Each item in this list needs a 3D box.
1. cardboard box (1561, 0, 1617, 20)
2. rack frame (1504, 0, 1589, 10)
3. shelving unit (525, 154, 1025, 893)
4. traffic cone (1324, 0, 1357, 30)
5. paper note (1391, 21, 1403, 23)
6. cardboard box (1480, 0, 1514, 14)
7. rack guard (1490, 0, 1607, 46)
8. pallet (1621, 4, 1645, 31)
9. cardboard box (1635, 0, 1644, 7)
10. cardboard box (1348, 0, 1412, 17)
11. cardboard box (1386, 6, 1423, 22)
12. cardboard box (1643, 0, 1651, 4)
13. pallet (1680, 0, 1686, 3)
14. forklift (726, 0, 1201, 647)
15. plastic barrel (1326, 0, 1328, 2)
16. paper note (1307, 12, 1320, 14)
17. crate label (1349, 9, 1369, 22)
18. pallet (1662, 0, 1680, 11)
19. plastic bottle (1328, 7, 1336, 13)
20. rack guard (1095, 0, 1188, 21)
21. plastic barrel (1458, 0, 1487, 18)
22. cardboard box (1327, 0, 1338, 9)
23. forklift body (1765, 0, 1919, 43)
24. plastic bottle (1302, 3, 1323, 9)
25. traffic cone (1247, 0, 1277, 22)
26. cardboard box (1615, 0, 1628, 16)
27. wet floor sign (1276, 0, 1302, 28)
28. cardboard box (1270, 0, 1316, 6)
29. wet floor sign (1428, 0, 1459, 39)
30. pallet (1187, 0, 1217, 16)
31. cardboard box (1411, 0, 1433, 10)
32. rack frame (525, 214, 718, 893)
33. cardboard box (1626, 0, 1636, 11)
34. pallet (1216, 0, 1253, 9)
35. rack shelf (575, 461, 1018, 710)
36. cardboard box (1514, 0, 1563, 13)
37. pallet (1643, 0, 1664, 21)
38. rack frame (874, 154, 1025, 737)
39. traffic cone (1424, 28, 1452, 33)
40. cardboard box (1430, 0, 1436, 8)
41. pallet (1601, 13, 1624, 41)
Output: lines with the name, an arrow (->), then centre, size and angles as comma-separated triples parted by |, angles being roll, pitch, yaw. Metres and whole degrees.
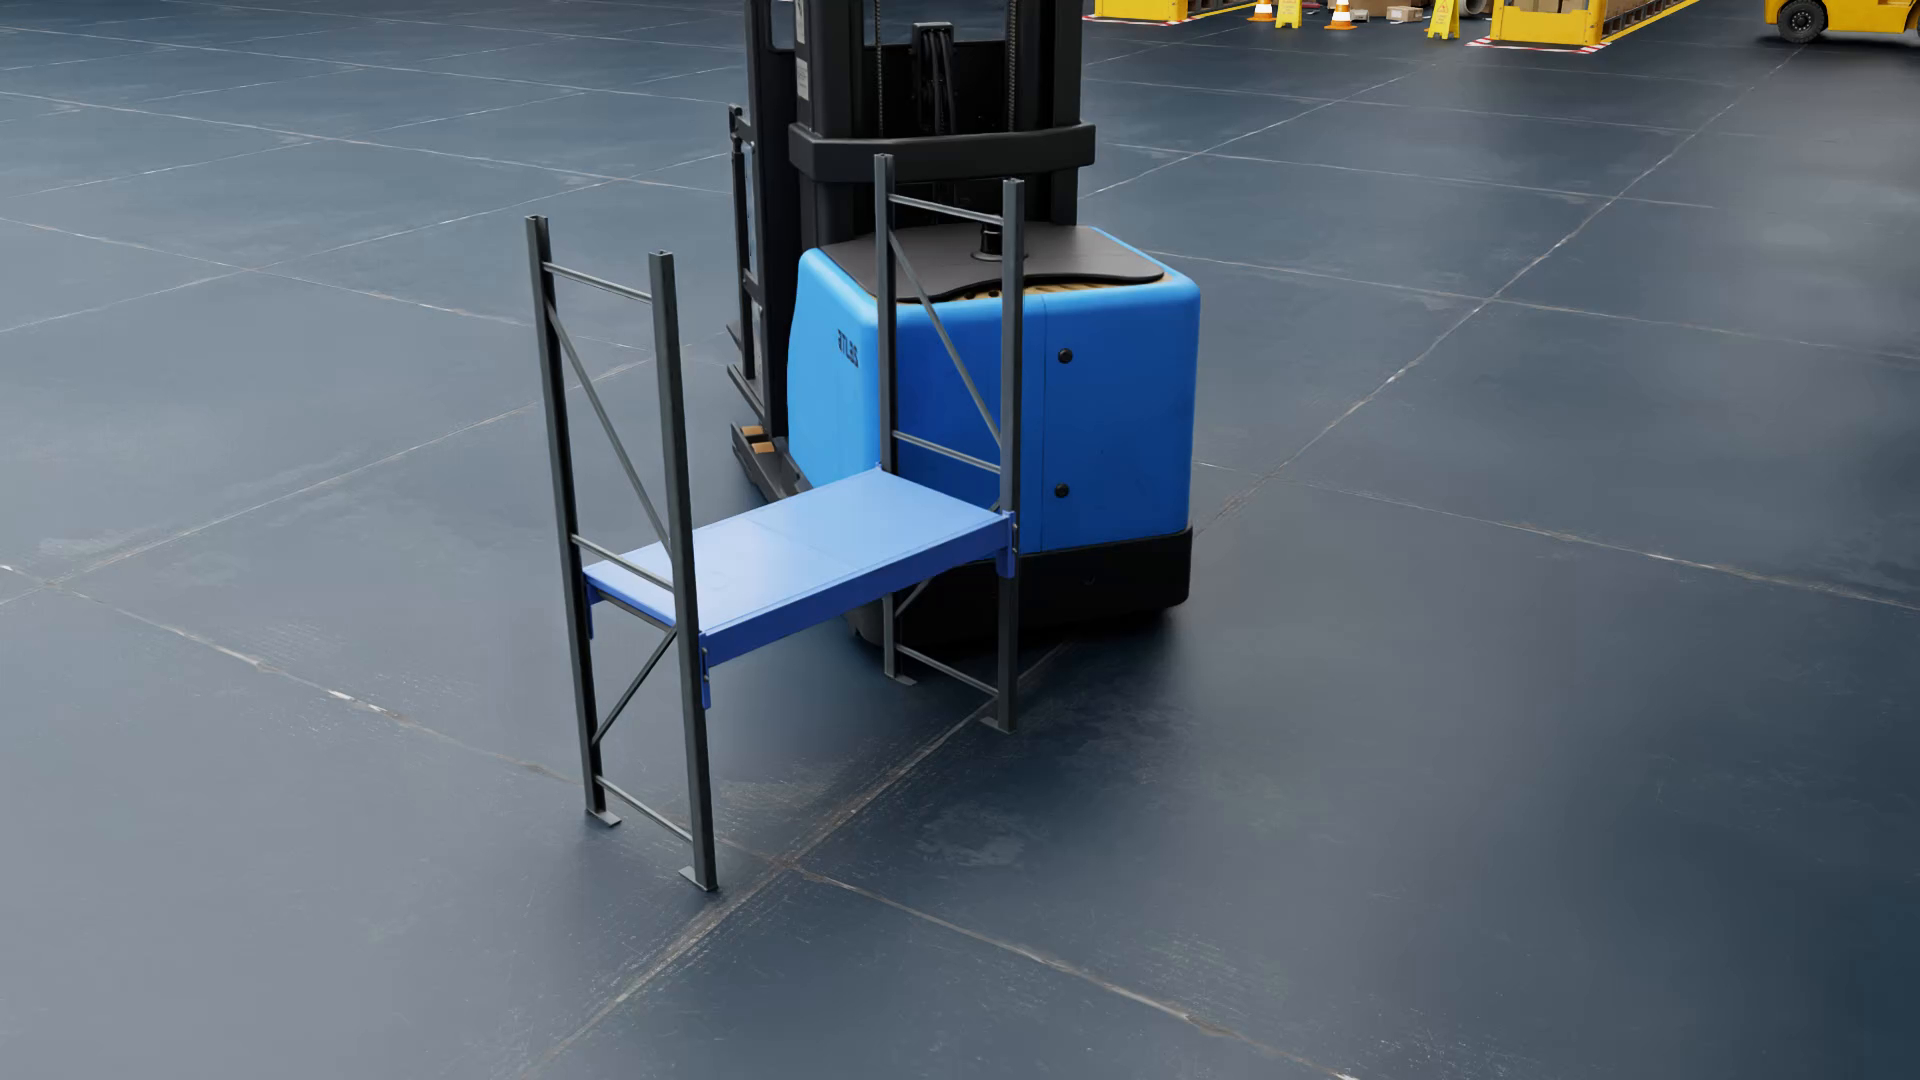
cardboard box -> 7.209, -6.122, 19.047 | 0.500, 0.250, 0.500 | 14, 27, 29
rack frame -> 6.548, -6.976, 18.089 | 1.000, 3.000, 0.127 | 14, 27, 29
shelving unit -> -0.393, -0.086, 4.060 | 1.048, 1.500, 0.538 | -22, 31, -40
traffic cone -> 4.557, -6.345, 19.825 | 0.336, 0.463, 0.334 | 14, 27, 29
paper note -> 5.356, -6.350, 20.380 | 0.148, 0.019, 0.142 | 5, 24, 11
cardboard box -> 6.937, -7.104, 21.527 | 0.500, 0.500, 0.500 | -7, 24, -17
rack guard -> 6.588, -5.855, 18.645 | 1.175, 0.500, 0.348 | 14, 27, 29
pallet -> 7.691, -6.399, 20.266 | 1.003, 0.211, 1.213 | 14, 27, 29
cardboard box -> 8.030, -6.649, 20.266 | 0.500, 0.250, 0.500 | 14, 27, 30
cardboard box -> 5.324, -6.954, 21.180 | 0.797, 0.503, 0.637 | -3, 24, -7
cardboard box -> 5.523, -6.533, 20.655 | 0.250, 0.149, 0.380 | -12, 26, -26
cardboard box -> 8.302, -6.820, 20.660 | 0.500, 0.250, 0.500 | 13, 27, 28
pallet -> 9.710, -7.723, 23.325 | 1.003, 0.211, 1.213 | 14, 27, 29
forklift -> -0.239, -1.590, 5.733 | 1.130, 2.935, 3.031 | -8, 25, -17
plastic barrel -> 5.104, -7.443, 22.410 | 0.421, 0.421, 0.512 | -7, 24, -17
paper note -> 4.537, -6.776, 21.365 | 0.142, 0.017, 0.144 | -17, 29, -35
crate label -> 4.919, -6.474, 20.533 | 0.250, 0.136, 0.298 | 1, 23, 2
pallet -> 9.068, -7.310, 22.370 | 1.003, 0.211, 1.213 | 14, 27, 29
plastic bottle -> 4.839, -6.860, 21.519 | 0.133, 0.061, 0.283 | 5, 24, 11
rack guard -> 2.277, -6.824, 20.885 | 1.175, 0.500, 0.348 | 14, 27, 29
plastic barrel -> 6.352, -6.808, 20.944 | 0.421, 0.421, 0.512 | -7, 24, -17
cardboard box -> 5.058, -7.109, 21.837 | 0.396, 0.266, 0.258 | 20, 30, 38
forklift body -> 10.218, -6.570, 18.220 | 2.313, 2.155, 1.214 | 14, 27, 29
plastic bottle -> 4.659, -7.075, 22.017 | 0.283, 0.061, 0.133 | 5, 24, 11
traffic cone -> 3.776, -6.697, 20.637 | 0.336, 0.463, 0.334 | 14, 27, 29
cardboard box -> 7.484, -6.292, 19.442 | 0.500, 0.250, 0.500 | 15, 28, 31
wet floor sign -> 3.957, -6.474, 19.894 | 0.267, 0.644, 0.232 | 9, 25, 20
cardboard box -> 4.453, -7.445, 22.314 | 0.500, 0.500, 0.500 | 20, 30, 38
wet floor sign -> 5.539, -6.056, 18.927 | 0.232, 0.644, 0.267 | -17, 29, -35
pallet -> 2.645, -6.986, 21.622 | 1.003, 0.211, 1.213 | 14, 27, 29
cardboard box -> 5.810, -7.334, 21.886 | 0.797, 0.637, 0.503 | 14, 27, 29
rack frame -> -0.753, 0.057, 3.731 | 0.032, 1.500, 0.500 | -22, 31, -40
cardboard box -> 7.762, -6.479, 19.873 | 0.500, 0.250, 0.500 | 16, 28, 32
pallet -> 3.289, -7.396, 22.569 | 1.003, 0.211, 1.213 | 14, 27, 29
rack shelf -> -0.393, 0.079, 4.132 | 1.000, 0.185, 0.538 | -22, 31, -40
cardboard box -> 6.759, -6.245, 19.331 | 0.500, 0.250, 0.500 | 14, 27, 29
pallet -> 8.334, -6.813, 21.221 | 1.003, 0.211, 1.213 | 14, 27, 29
rack frame -> -0.033, -0.228, 4.390 | 0.032, 1.500, 0.500 | -22, 31, -40
traffic cone -> 5.679, -6.228, 19.553 | 0.336, 0.463, 0.334 | 14, 27, 29
cardboard box -> 6.405, -7.247, 22.155 | 0.258, 0.266, 0.396 | -3, 24, -7
pallet -> 7.047, -5.989, 19.319 | 1.003, 0.211, 1.213 | 14, 27, 29
